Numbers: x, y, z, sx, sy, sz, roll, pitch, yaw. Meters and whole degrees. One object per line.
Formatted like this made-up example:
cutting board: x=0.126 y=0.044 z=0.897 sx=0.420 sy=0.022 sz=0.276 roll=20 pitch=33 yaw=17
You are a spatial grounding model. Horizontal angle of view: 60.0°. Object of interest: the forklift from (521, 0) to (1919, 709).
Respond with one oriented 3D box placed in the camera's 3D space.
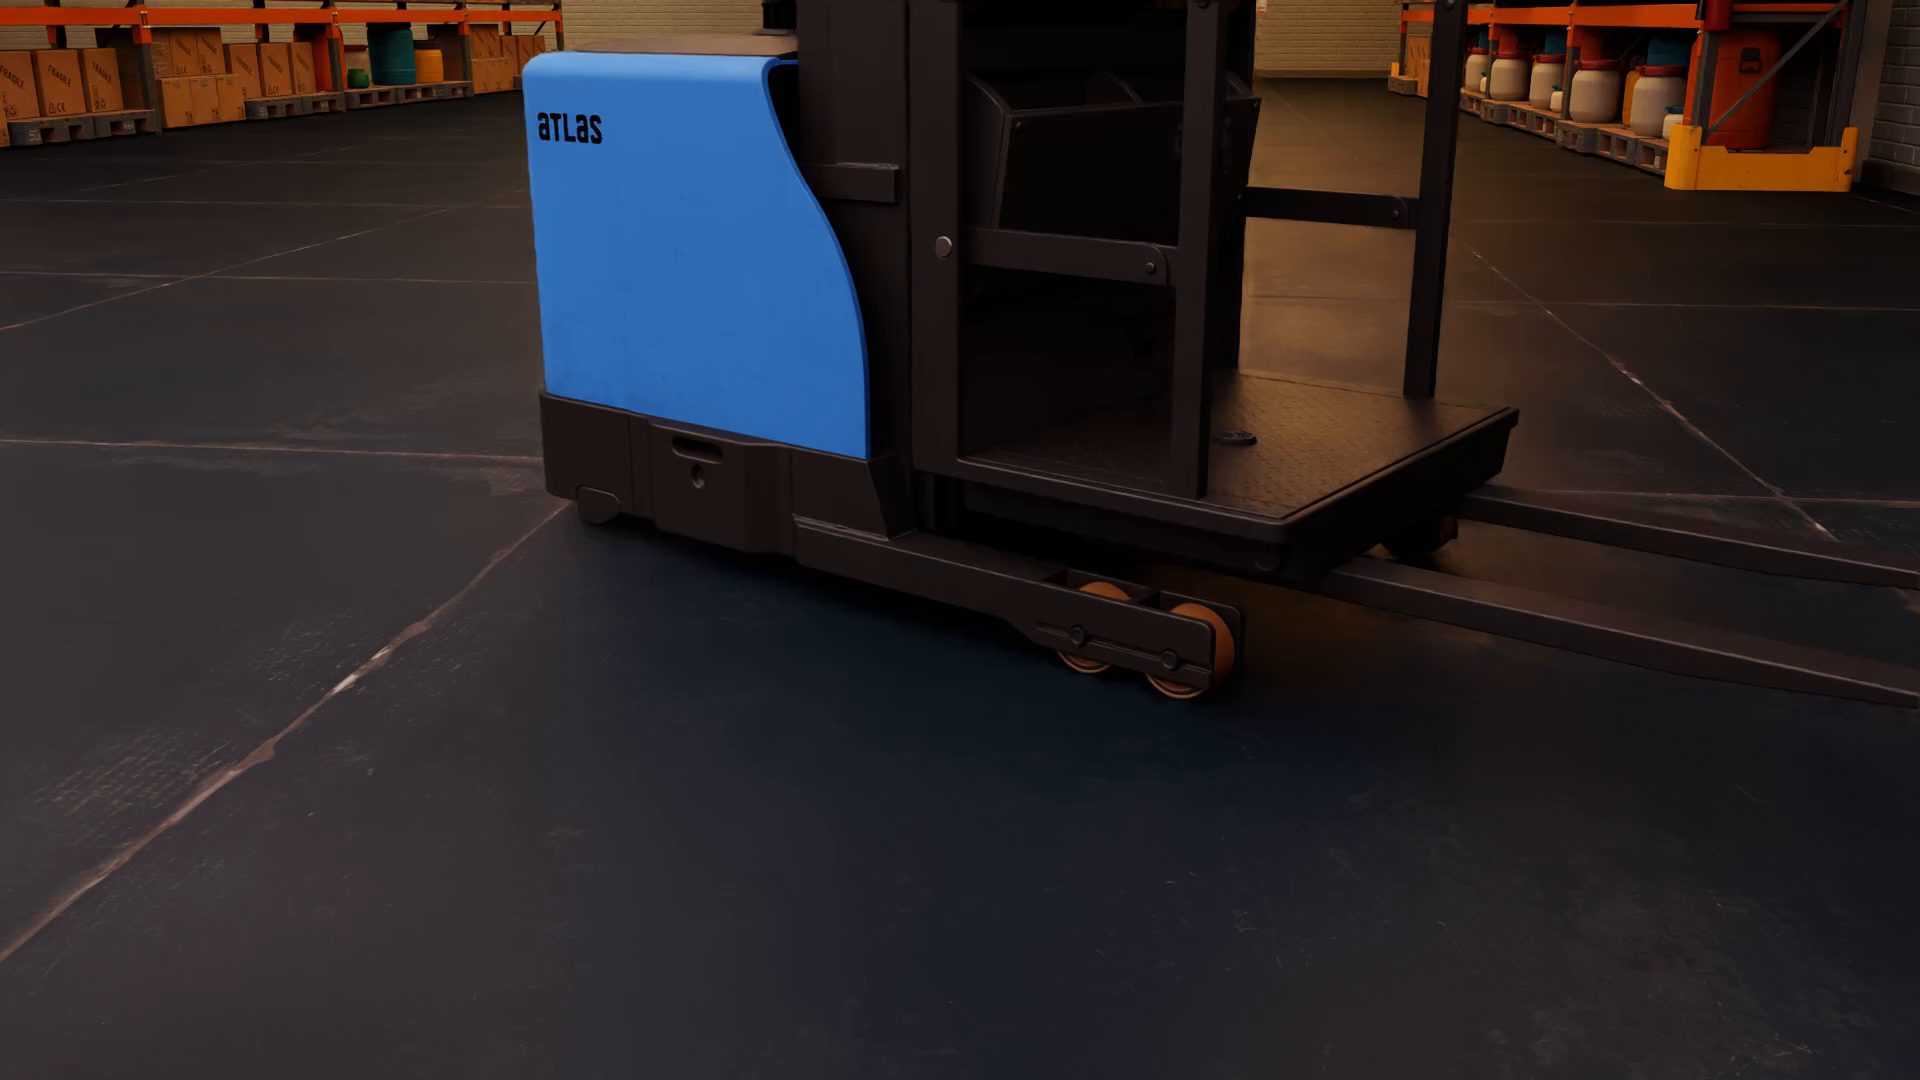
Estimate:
forklift: x=0.485 y=-1.297 z=3.066 sx=3.031 sy=2.935 sz=1.130 roll=13 pitch=22 yaw=36
